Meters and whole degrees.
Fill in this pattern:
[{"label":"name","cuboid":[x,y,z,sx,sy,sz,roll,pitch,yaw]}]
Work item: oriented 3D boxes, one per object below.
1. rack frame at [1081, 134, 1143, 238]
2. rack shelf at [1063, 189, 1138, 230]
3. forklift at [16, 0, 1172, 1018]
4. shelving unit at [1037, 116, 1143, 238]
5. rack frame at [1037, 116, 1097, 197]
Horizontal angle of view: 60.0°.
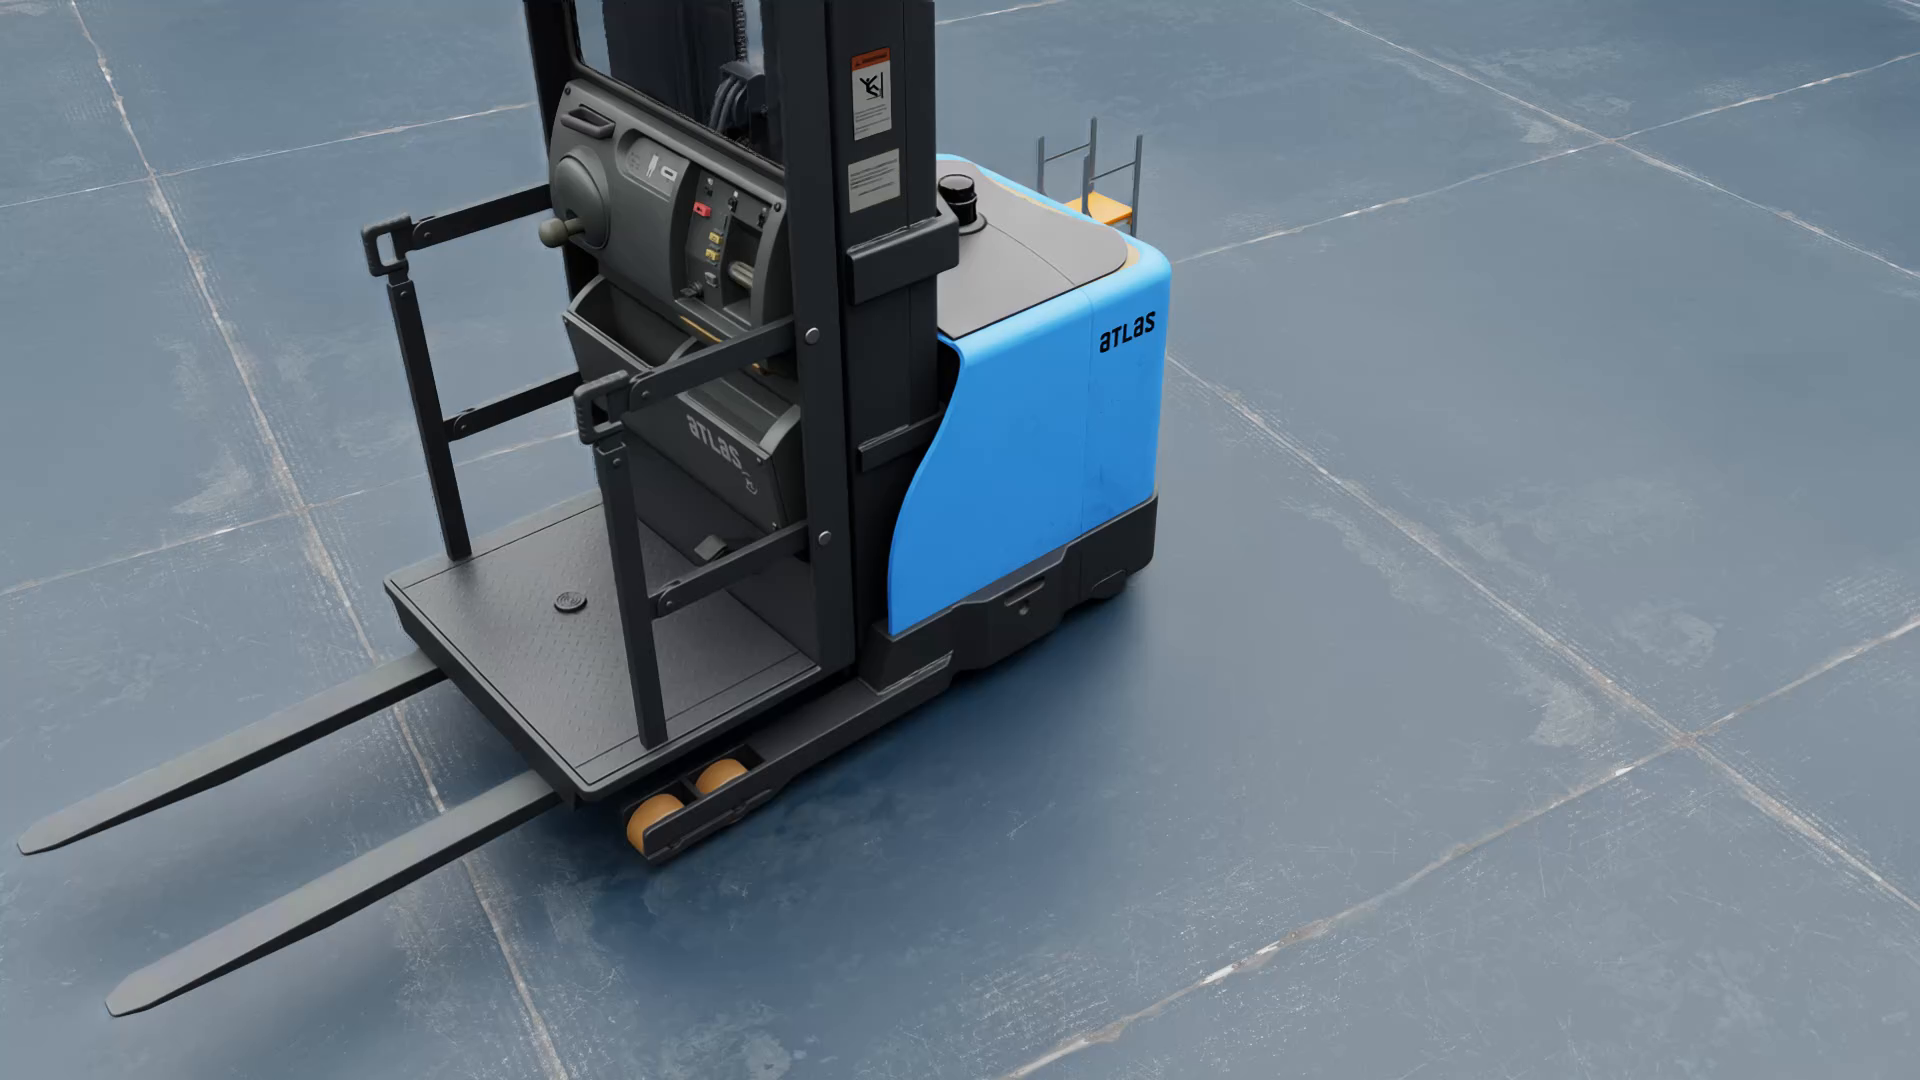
[{"label":"rack frame","cuboid":[0.441,-0.647,5.119,0.240,1.200,0.006,-28,45,-33]},{"label":"rack shelf","cuboid":[0.379,-0.942,4.988,0.258,0.103,0.180,-28,45,-33]},{"label":"forklift","cuboid":[-0.855,-0.732,3.768,3.031,2.935,1.130,-27,44,-32]},{"label":"shelving unit","cuboid":[0.379,-0.687,5.174,0.258,1.200,0.189,-28,45,-33]},{"label":"rack frame","cuboid":[0.318,-0.727,5.229,0.240,1.200,0.006,-28,45,-33]}]
